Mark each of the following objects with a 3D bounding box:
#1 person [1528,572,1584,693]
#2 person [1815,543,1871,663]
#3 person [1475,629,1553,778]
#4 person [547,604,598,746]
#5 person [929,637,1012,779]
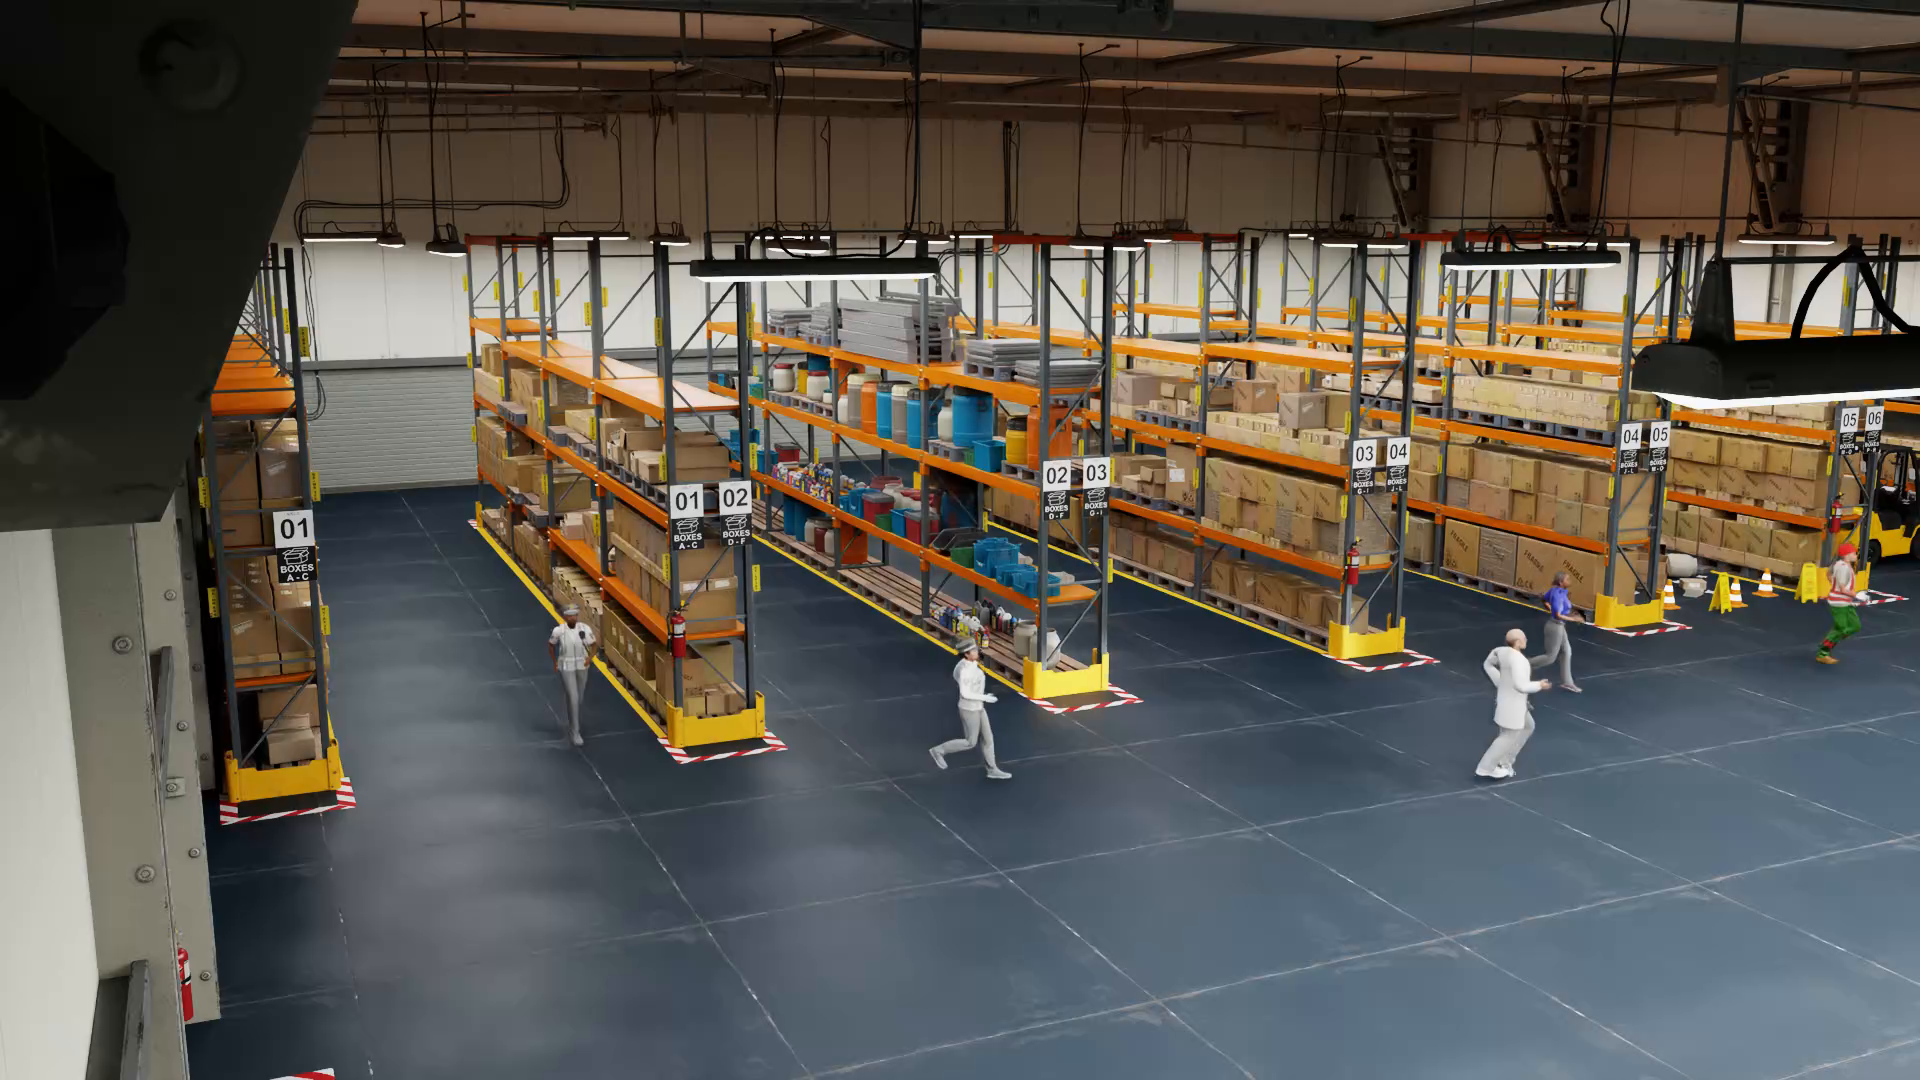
[{"bbox_3d":[7.995,1.236,22.479,0.907,1.663,0.571,3,11,15],"label":"person"},{"bbox_3d":[12.669,0.905,23.797,0.618,1.742,0.690,6,12,28],"label":"person"},{"bbox_3d":[6.284,1.971,18.882,0.775,1.603,0.681,1,11,3],"label":"person"},{"bbox_3d":[-4.755,1.587,20.474,0.571,1.725,0.855,-6,12,-27],"label":"person"},{"bbox_3d":[0.128,1.906,18.897,0.938,1.661,0.630,1,11,6],"label":"person"}]
